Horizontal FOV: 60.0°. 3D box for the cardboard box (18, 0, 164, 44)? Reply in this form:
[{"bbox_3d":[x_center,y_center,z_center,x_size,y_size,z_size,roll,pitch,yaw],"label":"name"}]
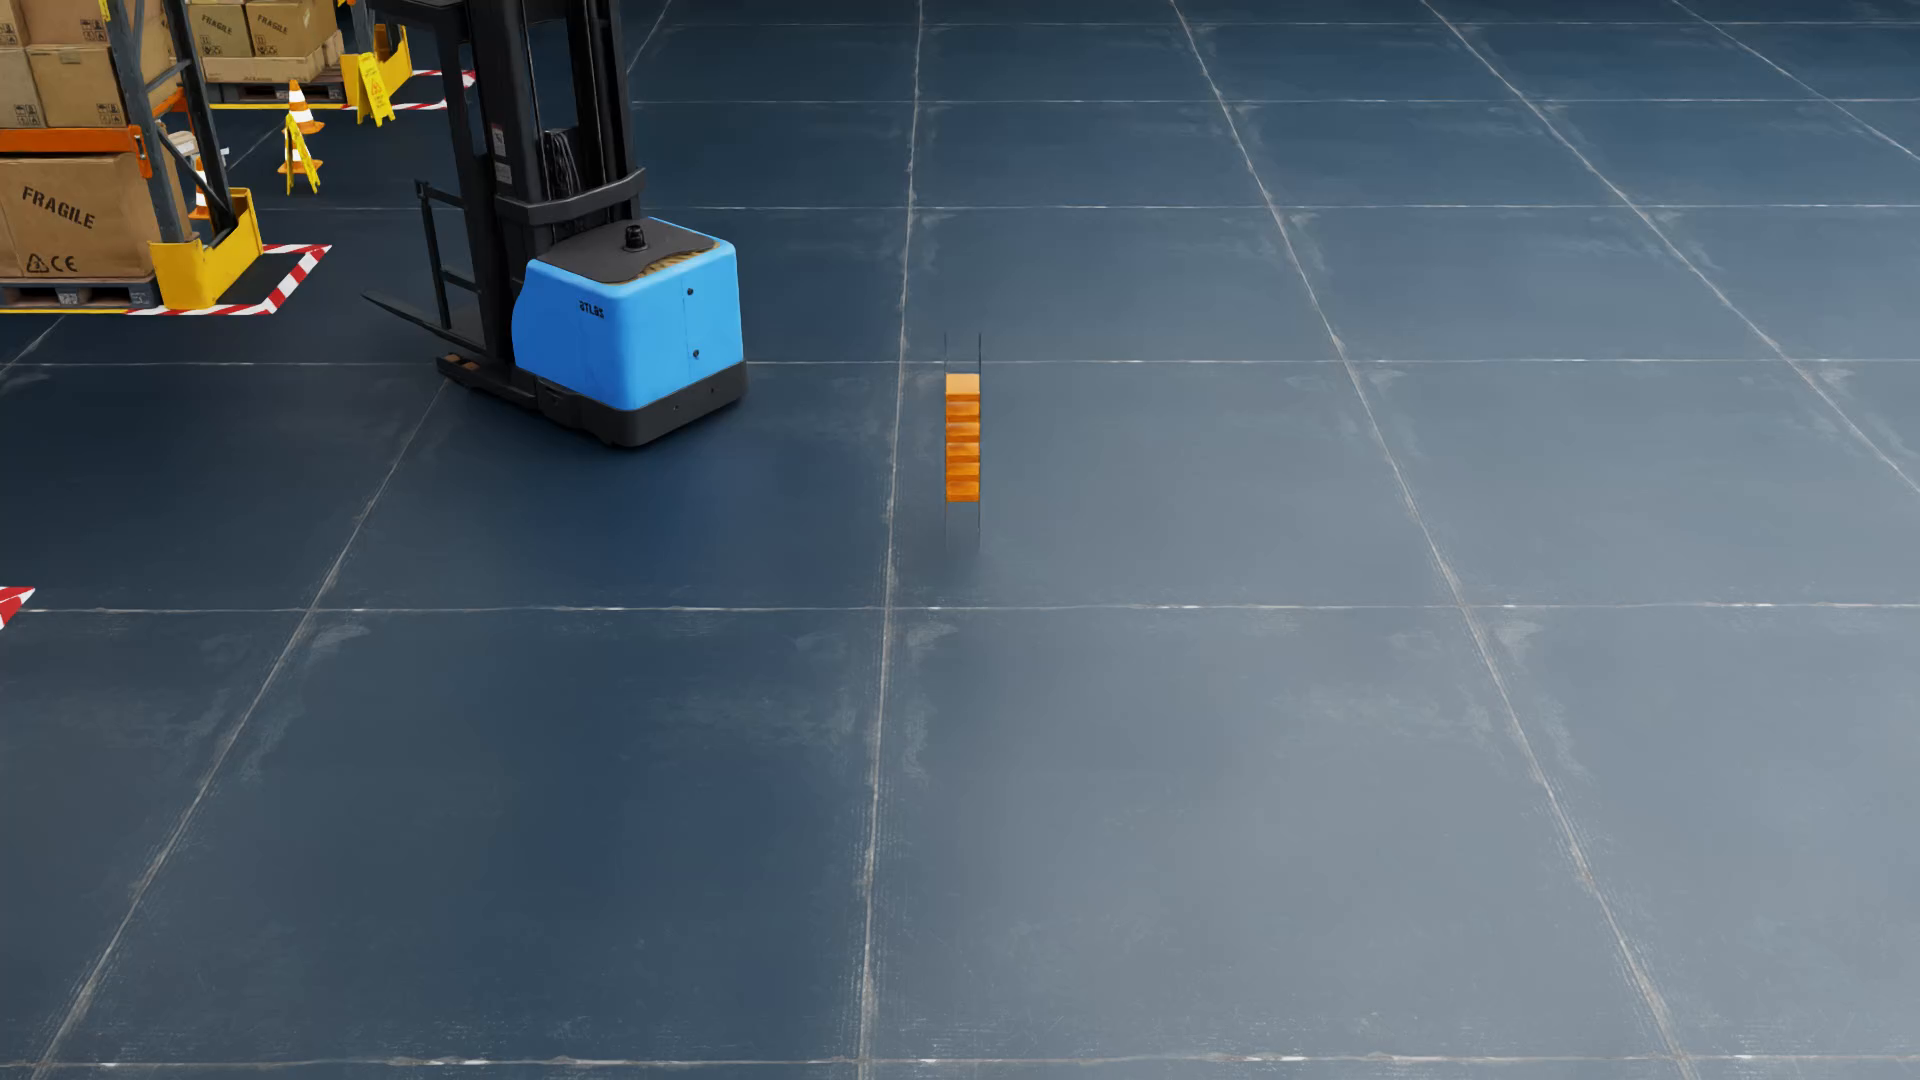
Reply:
[{"bbox_3d":[-5.980,-3.790,11.419,0.550,0.550,0.875,0,31,0],"label":"cardboard box"}]

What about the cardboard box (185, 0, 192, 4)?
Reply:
[{"bbox_3d":[-7.421,-5.242,15.895,0.250,0.149,0.380,1,31,2],"label":"cardboard box"}]

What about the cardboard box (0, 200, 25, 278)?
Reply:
[{"bbox_3d":[-7.167,-2.476,12.083,0.875,0.875,0.875,-1,31,-1],"label":"cardboard box"}]

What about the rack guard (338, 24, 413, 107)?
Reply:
[{"bbox_3d":[-5.816,-4.744,16.587,0.348,0.500,1.175,0,31,0],"label":"rack guard"}]

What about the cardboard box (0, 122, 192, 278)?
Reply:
[{"bbox_3d":[-6.287,-2.480,12.089,0.875,0.875,0.875,0,31,0],"label":"cardboard box"}]

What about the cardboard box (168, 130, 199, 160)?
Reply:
[{"bbox_3d":[-7.038,-3.542,14.944,0.250,0.149,0.380,16,35,25],"label":"cardboard box"}]

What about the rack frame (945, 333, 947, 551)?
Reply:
[{"bbox_3d":[-0.077,-0.513,8.938,0.006,1.200,0.240,0,31,0],"label":"rack frame"}]

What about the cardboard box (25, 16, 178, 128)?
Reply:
[{"bbox_3d":[-5.980,-3.285,11.628,0.550,0.550,0.875,0,31,0],"label":"cardboard box"}]

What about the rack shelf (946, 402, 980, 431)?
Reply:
[{"bbox_3d":[0.014,-0.680,8.837,0.180,0.103,0.258,0,31,0],"label":"rack shelf"}]

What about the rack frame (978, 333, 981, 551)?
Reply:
[{"bbox_3d":[0.106,-0.513,8.939,0.006,1.200,0.240,0,31,0],"label":"rack frame"}]

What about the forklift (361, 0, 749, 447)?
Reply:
[{"bbox_3d":[-2.823,-2.437,10.441,3.031,2.935,1.130,23,38,33],"label":"forklift"}]

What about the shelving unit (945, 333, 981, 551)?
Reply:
[{"bbox_3d":[0.014,-0.513,8.939,0.189,1.200,0.258,0,31,0],"label":"shelving unit"}]

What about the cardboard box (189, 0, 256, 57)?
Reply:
[{"bbox_3d":[-7.061,-4.996,16.116,0.500,0.500,0.500,1,31,2],"label":"cardboard box"}]

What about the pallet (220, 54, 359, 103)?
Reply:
[{"bbox_3d":[-6.629,-4.636,16.688,1.213,0.211,1.003,0,31,0],"label":"pallet"}]

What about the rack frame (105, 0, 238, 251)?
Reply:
[{"bbox_3d":[-5.609,-3.245,11.707,0.127,3.000,1.000,0,31,0],"label":"rack frame"}]

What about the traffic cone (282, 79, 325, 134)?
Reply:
[{"bbox_3d":[-6.162,-4.058,15.492,0.334,0.463,0.336,0,31,0],"label":"traffic cone"}]

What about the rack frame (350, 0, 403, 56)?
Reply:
[{"bbox_3d":[-5.740,-5.813,15.939,0.127,3.000,1.000,0,31,0],"label":"rack frame"}]

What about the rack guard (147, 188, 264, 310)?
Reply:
[{"bbox_3d":[-5.585,-2.177,12.356,0.348,0.500,1.175,0,31,0],"label":"rack guard"}]

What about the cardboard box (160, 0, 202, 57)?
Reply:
[{"bbox_3d":[-7.566,-4.998,16.119,0.500,0.500,0.500,-1,31,-1],"label":"cardboard box"}]

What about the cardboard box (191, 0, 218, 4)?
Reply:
[{"bbox_3d":[-7.158,-5.242,15.895,0.250,0.149,0.380,0,31,1],"label":"cardboard box"}]

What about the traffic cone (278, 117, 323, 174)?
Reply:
[{"bbox_3d":[-5.816,-3.483,14.544,0.334,0.463,0.336,0,31,0],"label":"traffic cone"}]

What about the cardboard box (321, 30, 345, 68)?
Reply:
[{"bbox_3d":[-6.548,-4.958,16.775,0.500,0.250,0.500,0,31,-1],"label":"cardboard box"}]

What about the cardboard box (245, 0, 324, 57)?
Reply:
[{"bbox_3d":[-6.540,-4.999,16.121,0.500,0.500,0.500,0,31,0],"label":"cardboard box"}]

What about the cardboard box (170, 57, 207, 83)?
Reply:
[{"bbox_3d":[-7.588,-4.673,16.305,0.500,0.250,0.500,-1,31,-2],"label":"cardboard box"}]

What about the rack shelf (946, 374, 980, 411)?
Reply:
[{"bbox_3d":[0.014,-0.783,8.775,0.180,0.103,0.258,0,31,0],"label":"rack shelf"}]

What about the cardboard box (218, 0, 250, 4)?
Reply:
[{"bbox_3d":[-6.906,-5.241,15.894,0.250,0.149,0.380,1,31,1],"label":"cardboard box"}]

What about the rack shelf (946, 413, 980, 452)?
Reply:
[{"bbox_3d":[0.014,-0.578,8.900,0.180,0.103,0.258,0,31,0],"label":"rack shelf"}]

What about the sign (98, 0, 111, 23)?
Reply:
[{"bbox_3d":[-5.620,-3.560,10.881,0.005,0.325,0.100,0,31,0],"label":"sign"}]

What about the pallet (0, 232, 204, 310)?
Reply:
[{"bbox_3d":[-6.408,-2.010,12.360,1.213,0.211,1.003,0,31,0],"label":"pallet"}]

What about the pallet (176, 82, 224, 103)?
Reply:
[{"bbox_3d":[-7.846,-4.634,16.684,1.213,0.211,1.003,0,31,0],"label":"pallet"}]

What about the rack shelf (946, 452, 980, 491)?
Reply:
[{"bbox_3d":[0.014,-0.372,9.024,0.180,0.103,0.258,0,31,0],"label":"rack shelf"}]

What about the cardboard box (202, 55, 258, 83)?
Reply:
[{"bbox_3d":[-7.065,-4.677,16.313,0.500,0.250,0.500,0,31,0],"label":"cardboard box"}]

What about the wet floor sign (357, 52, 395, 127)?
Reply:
[{"bbox_3d":[-5.544,-4.252,15.635,0.232,0.644,0.267,10,33,17],"label":"wet floor sign"}]

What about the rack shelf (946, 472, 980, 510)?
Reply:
[{"bbox_3d":[0.014,-0.270,9.086,0.180,0.103,0.258,0,31,0],"label":"rack shelf"}]

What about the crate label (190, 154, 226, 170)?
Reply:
[{"bbox_3d":[-6.601,-3.309,14.572,0.298,0.136,0.250,-17,35,-26],"label":"crate label"}]

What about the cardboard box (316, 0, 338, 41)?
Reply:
[{"bbox_3d":[-6.572,-5.278,16.580,0.500,0.500,0.500,-1,31,-2],"label":"cardboard box"}]

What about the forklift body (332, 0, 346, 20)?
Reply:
[{"bbox_3d":[-7.659,-7.072,18.833,1.214,2.155,2.313,0,31,0],"label":"forklift body"}]

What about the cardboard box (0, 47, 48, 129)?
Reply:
[{"bbox_3d":[-6.530,-3.272,11.606,0.550,0.550,0.875,0,31,0],"label":"cardboard box"}]

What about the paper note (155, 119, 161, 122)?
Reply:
[{"bbox_3d":[-7.644,-3.949,15.729,0.148,0.019,0.142,-11,33,-17],"label":"paper note"}]

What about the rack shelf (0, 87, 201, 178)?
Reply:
[{"bbox_3d":[-7.609,-2.932,11.883,4.000,0.370,1.077,0,31,0],"label":"rack shelf"}]

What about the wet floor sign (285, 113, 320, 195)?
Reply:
[{"bbox_3d":[-5.592,-3.266,14.011,0.232,0.644,0.267,-5,32,-9],"label":"wet floor sign"}]

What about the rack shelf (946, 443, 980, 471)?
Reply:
[{"bbox_3d":[0.014,-0.475,8.962,0.180,0.103,0.258,0,31,0],"label":"rack shelf"}]

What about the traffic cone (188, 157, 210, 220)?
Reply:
[{"bbox_3d":[-6.149,-2.896,13.576,0.334,0.463,0.336,0,31,0],"label":"traffic cone"}]

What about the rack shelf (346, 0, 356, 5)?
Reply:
[{"bbox_3d":[-7.740,-5.499,16.115,4.000,0.370,1.077,0,31,0],"label":"rack shelf"}]

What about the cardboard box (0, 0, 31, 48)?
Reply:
[{"bbox_3d":[-6.530,-3.740,11.338,0.550,0.550,0.875,0,31,0],"label":"cardboard box"}]

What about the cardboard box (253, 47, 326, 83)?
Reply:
[{"bbox_3d":[-6.571,-4.674,16.309,0.500,0.250,0.500,0,31,-1],"label":"cardboard box"}]

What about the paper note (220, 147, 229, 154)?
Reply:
[{"bbox_3d":[-6.673,-3.508,15.002,0.142,0.019,0.148,-11,33,-17],"label":"paper note"}]
